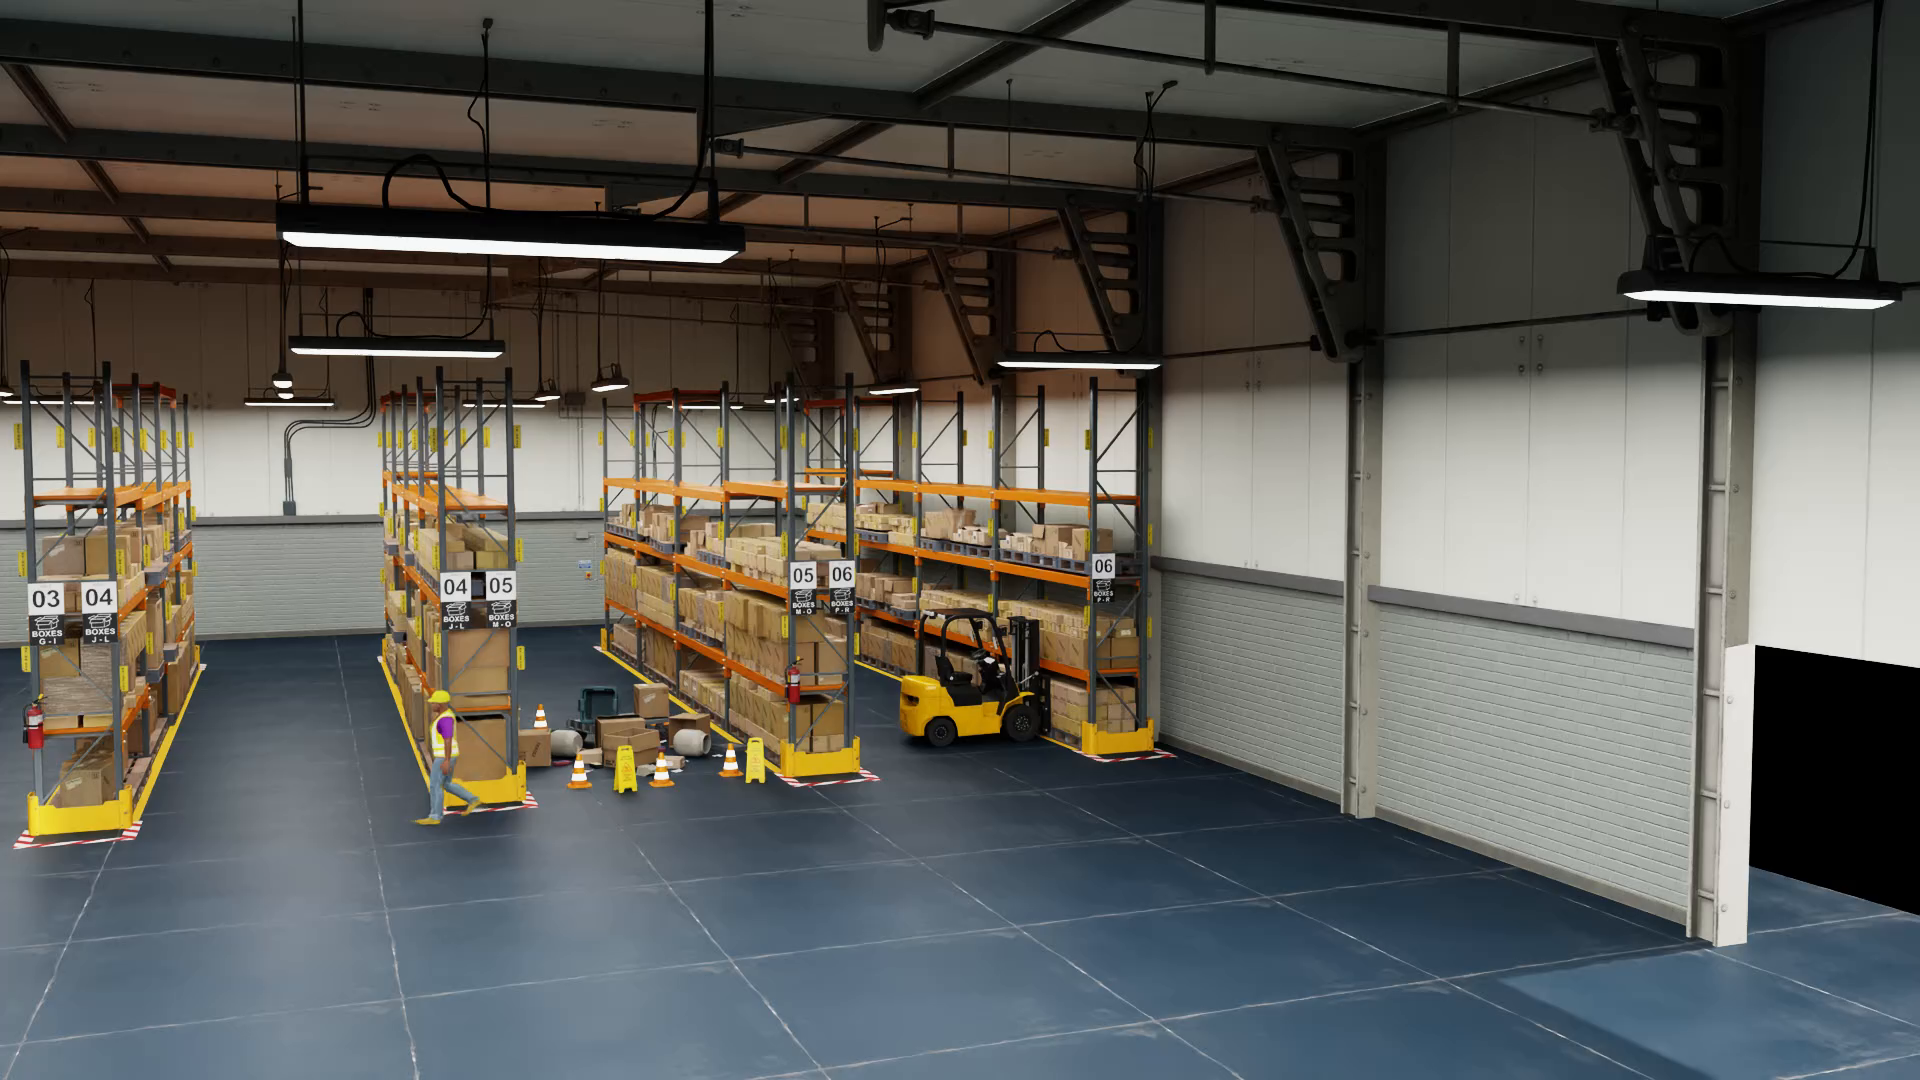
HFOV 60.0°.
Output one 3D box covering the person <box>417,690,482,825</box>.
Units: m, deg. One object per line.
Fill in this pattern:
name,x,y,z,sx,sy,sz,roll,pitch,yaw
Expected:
person,-6.682,2.826,21.729,0.809,1.751,0.653,-1,4,-12
